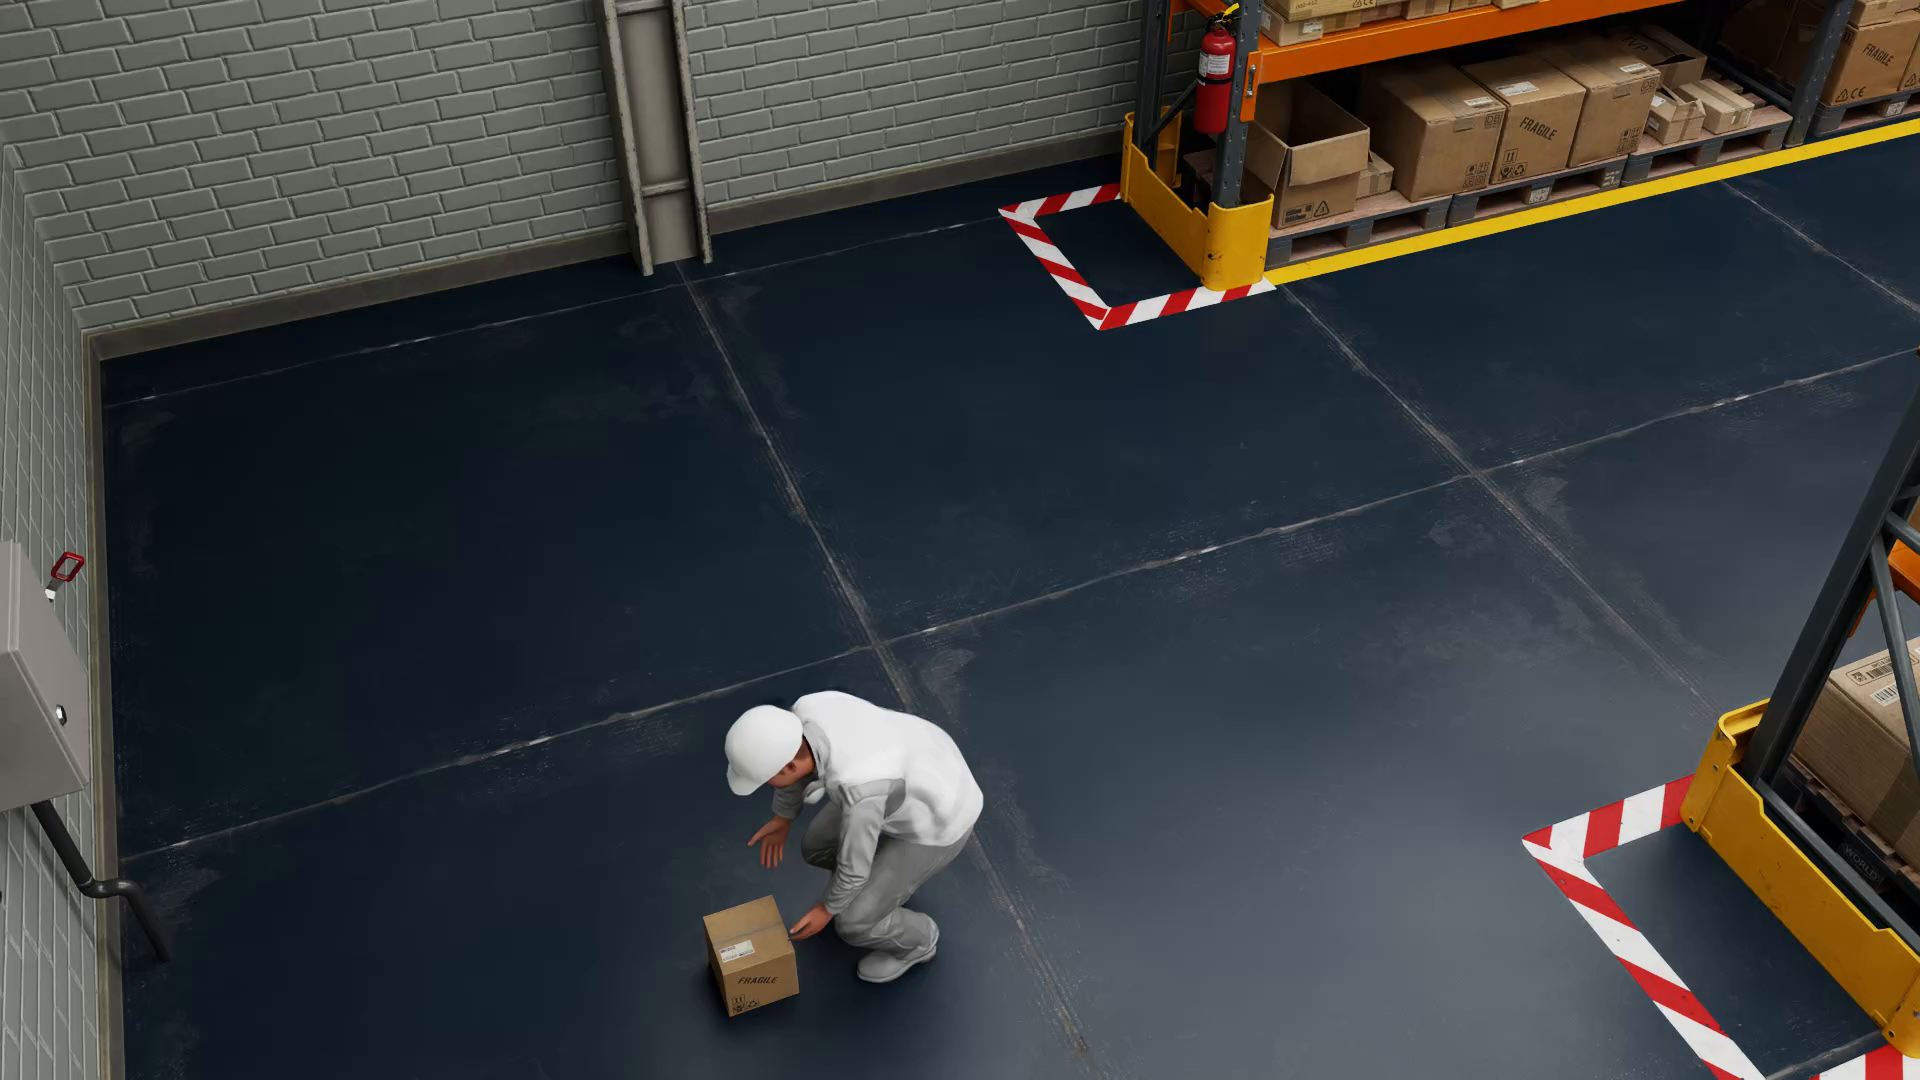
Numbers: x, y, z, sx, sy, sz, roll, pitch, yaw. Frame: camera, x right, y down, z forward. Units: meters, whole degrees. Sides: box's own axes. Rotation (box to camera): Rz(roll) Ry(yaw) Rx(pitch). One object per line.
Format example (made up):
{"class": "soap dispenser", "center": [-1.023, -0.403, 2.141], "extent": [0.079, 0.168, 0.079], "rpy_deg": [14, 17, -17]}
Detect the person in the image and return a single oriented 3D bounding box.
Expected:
{"class": "person", "center": [-0.326, 0.941, 5.412], "extent": [0.812, 1.329, 0.587], "rpy_deg": [-15, 44, -17]}
